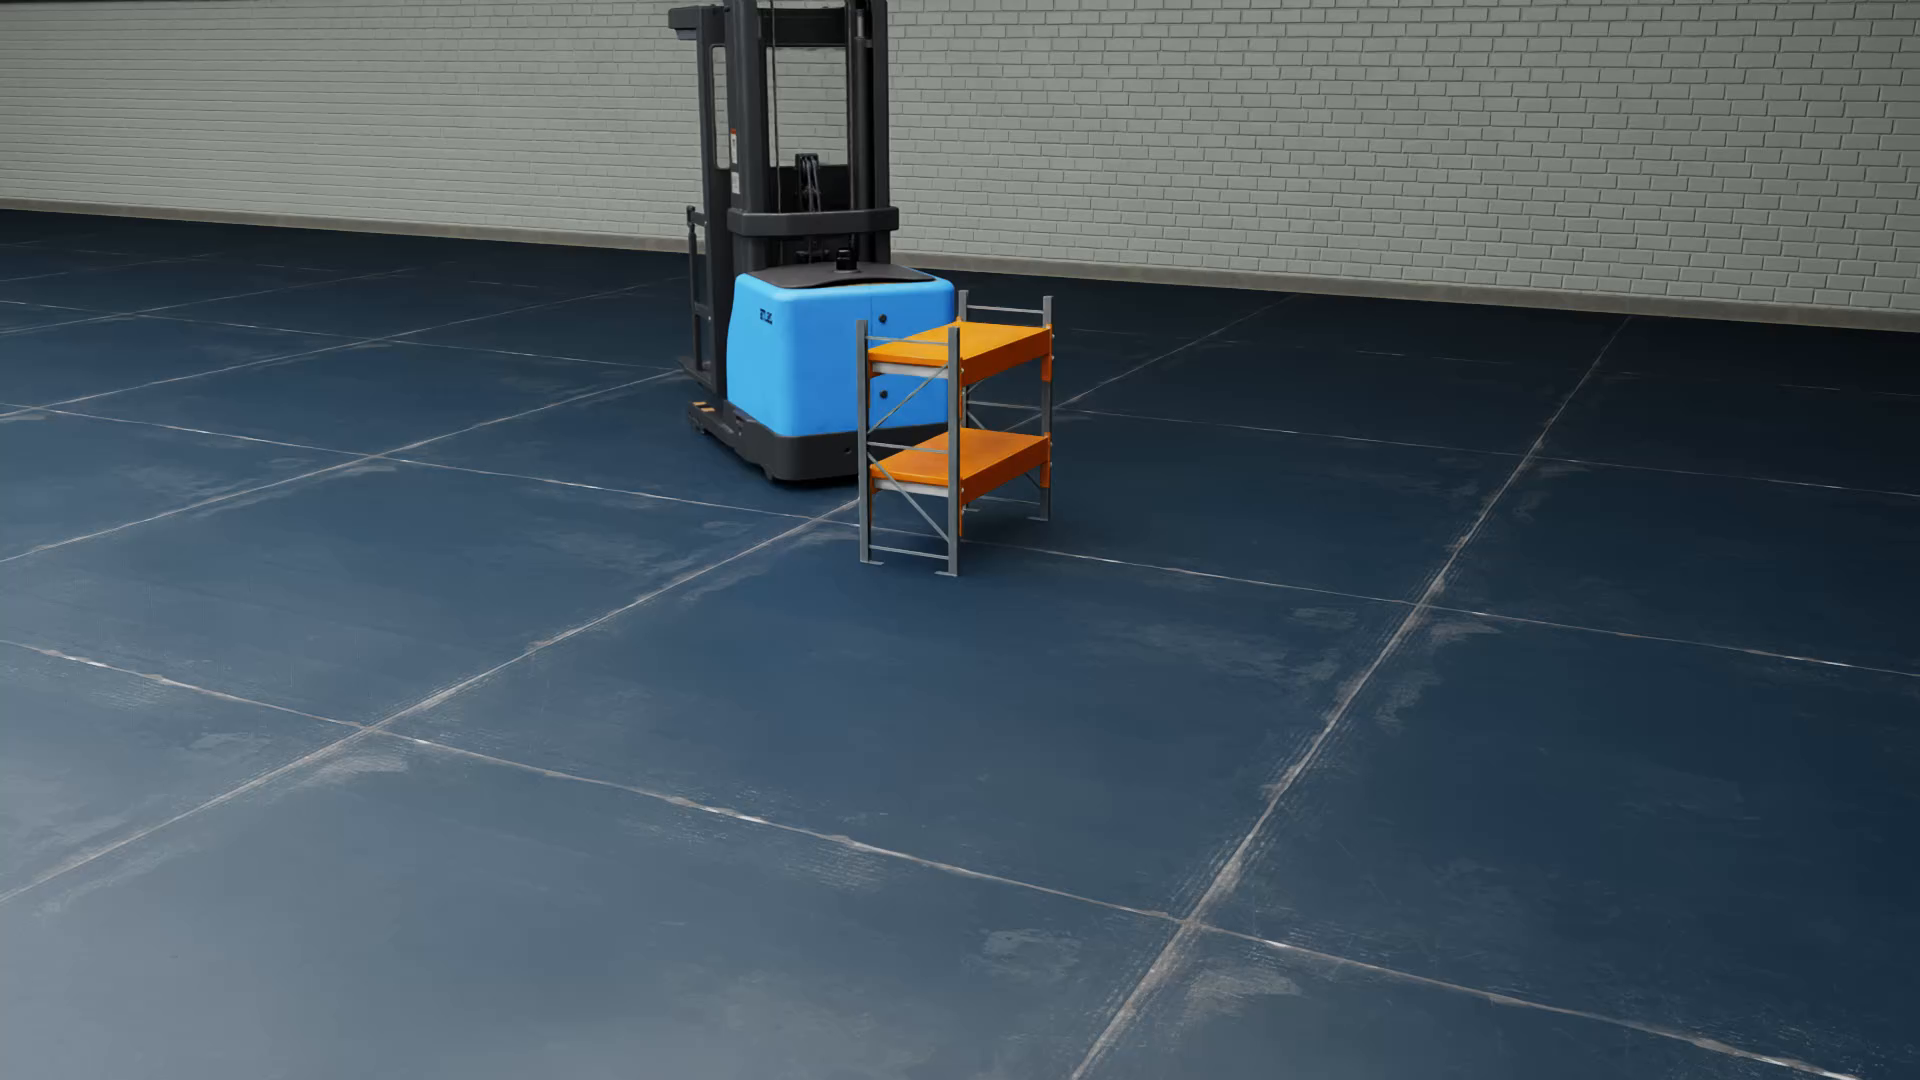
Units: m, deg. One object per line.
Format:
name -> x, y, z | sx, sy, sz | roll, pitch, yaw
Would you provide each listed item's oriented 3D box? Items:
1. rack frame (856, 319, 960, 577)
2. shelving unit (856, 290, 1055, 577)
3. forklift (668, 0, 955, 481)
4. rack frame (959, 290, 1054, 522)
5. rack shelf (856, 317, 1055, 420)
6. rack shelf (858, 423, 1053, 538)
rack frame -> -0.230, -0.408, 7.422 | 0.500, 1.125, 0.032 | 8, 18, 25
shelving unit -> -0.003, -0.537, 7.858 | 0.538, 1.125, 1.048 | 8, 18, 25
forklift -> -1.059, -2.096, 9.933 | 1.130, 2.935, 3.031 | -7, 18, -22
rack frame -> 0.224, -0.667, 8.294 | 0.500, 1.125, 0.032 | 8, 18, 25
rack shelf -> -0.003, -0.818, 7.775 | 0.538, 0.278, 1.000 | 8, 18, 25
rack shelf -> -0.003, -0.303, 7.928 | 0.538, 0.278, 1.000 | 8, 18, 25
